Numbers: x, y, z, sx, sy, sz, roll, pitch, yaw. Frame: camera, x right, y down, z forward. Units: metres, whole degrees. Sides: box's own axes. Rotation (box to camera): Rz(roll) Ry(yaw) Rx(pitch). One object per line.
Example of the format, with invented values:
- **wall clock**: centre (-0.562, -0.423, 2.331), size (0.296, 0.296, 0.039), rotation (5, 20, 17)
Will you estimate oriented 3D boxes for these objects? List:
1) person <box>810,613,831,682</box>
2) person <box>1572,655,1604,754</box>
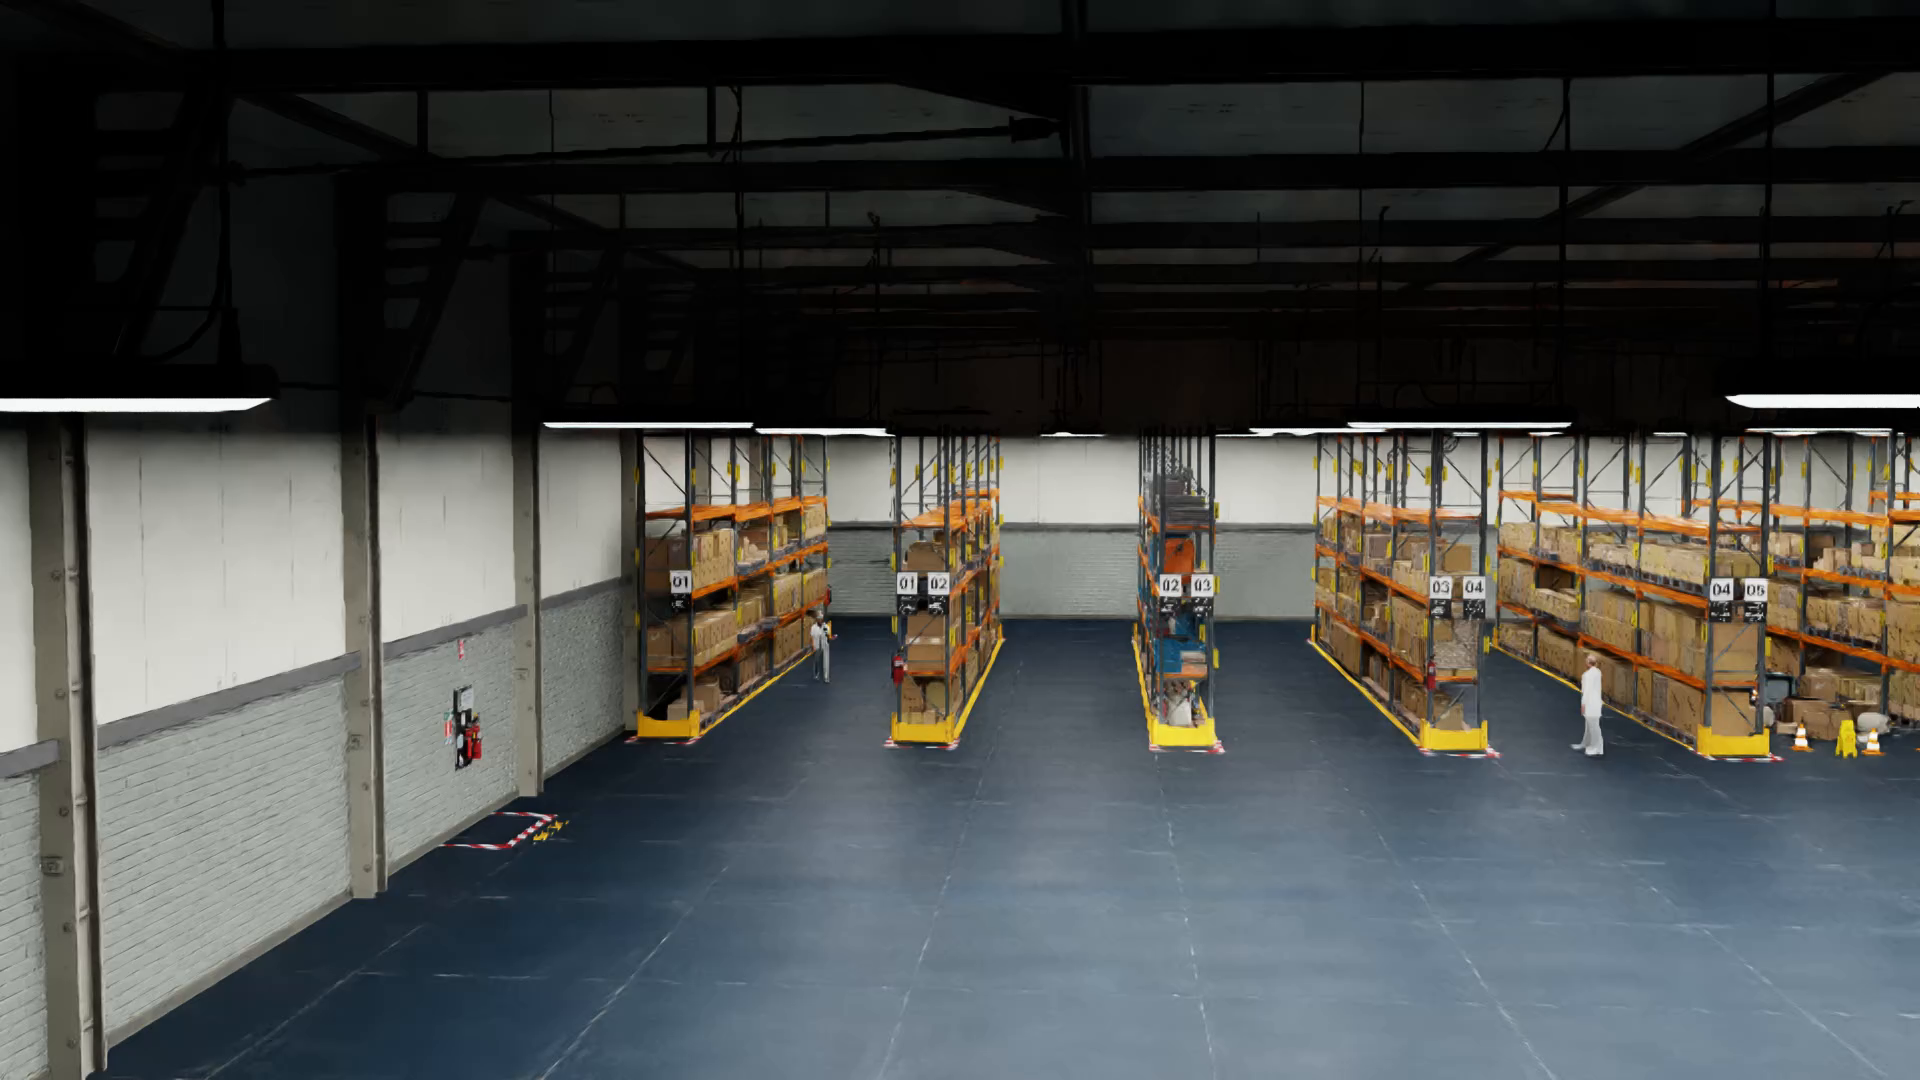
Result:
- **person**: centre (-3.303, 2.521, 39.270), size (0.490, 1.598, 0.999), rotation (0, 3, -4)
- **person**: centre (11.457, 2.972, 30.281), size (0.629, 1.773, 0.678), rotation (2, 4, 35)
